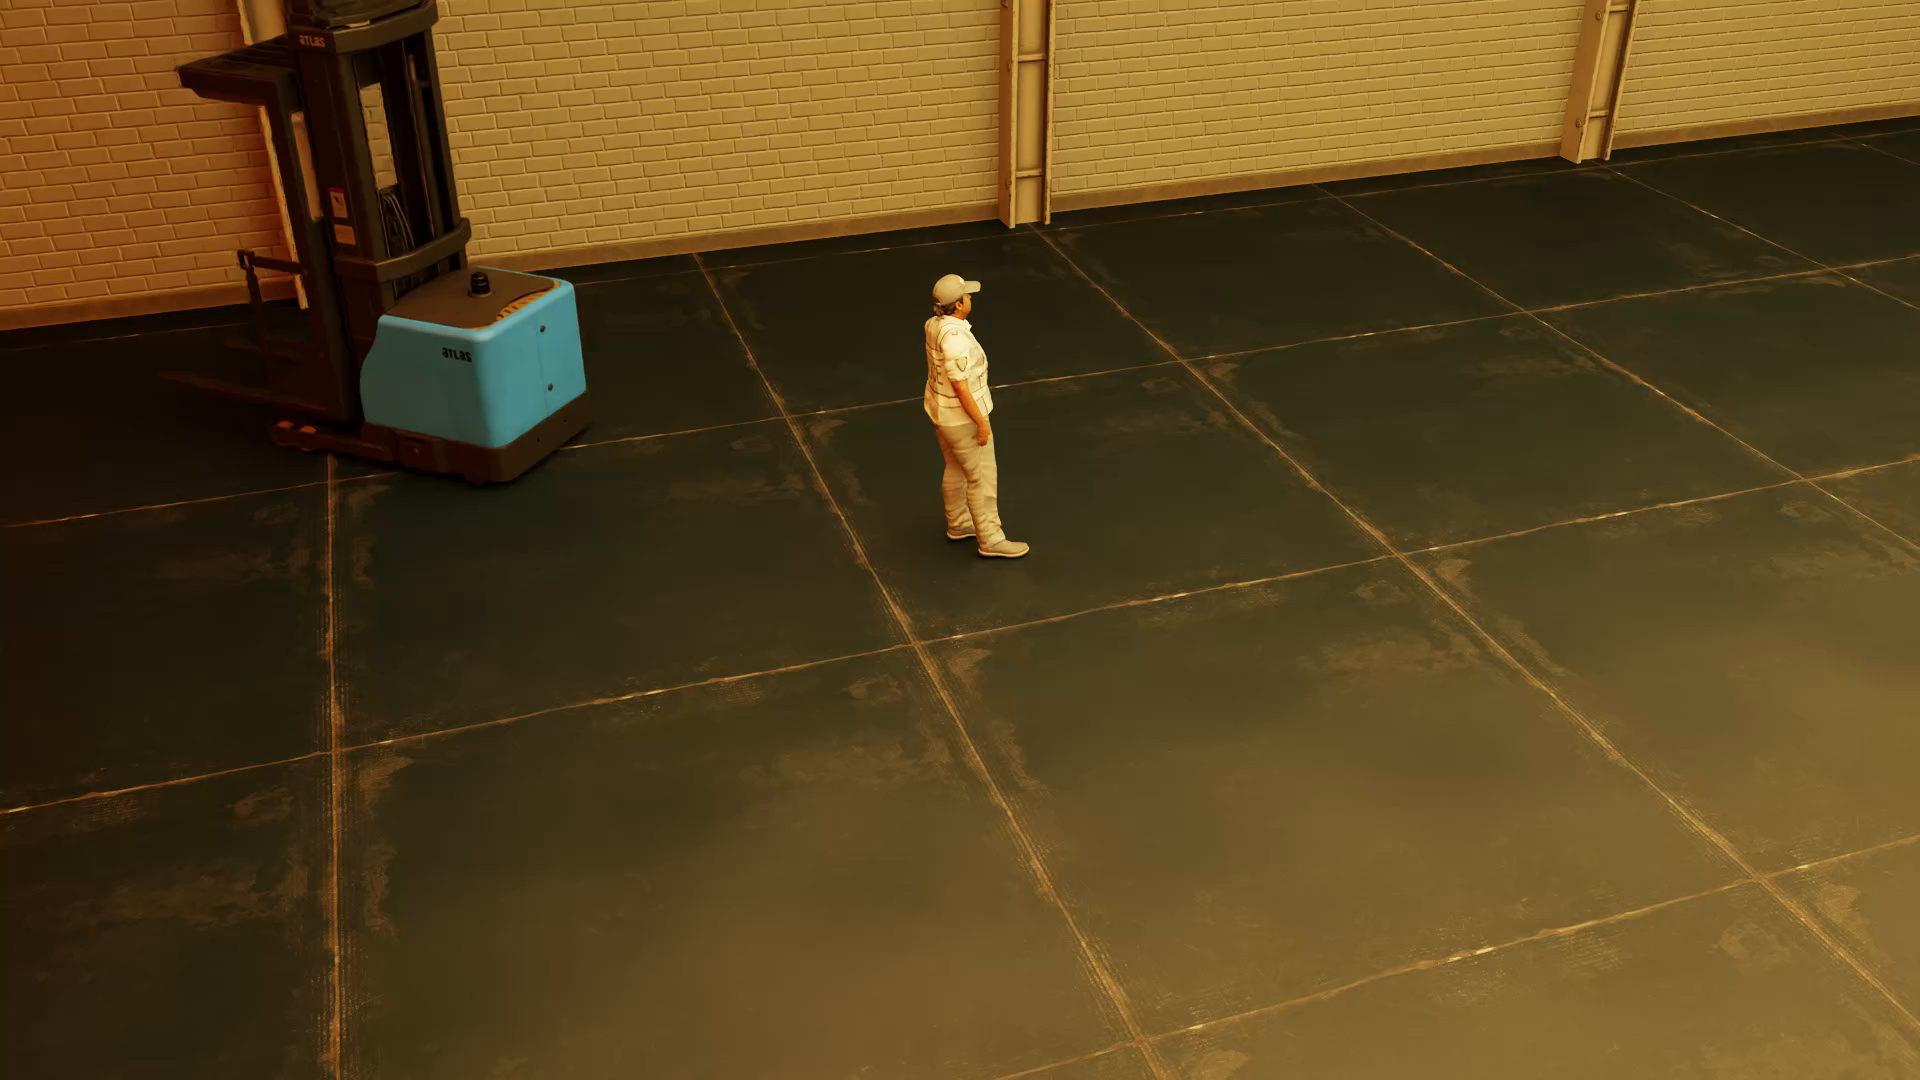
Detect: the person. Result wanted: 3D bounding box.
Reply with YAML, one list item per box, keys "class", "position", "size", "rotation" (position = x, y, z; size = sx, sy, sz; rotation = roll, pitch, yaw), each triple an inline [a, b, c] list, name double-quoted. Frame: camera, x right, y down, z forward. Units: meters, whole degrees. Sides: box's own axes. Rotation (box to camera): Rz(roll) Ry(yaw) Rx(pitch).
- class: "person"
  position: [0.080, -0.730, 9.609]
  size: [0.529, 1.670, 0.599]
  rotation: [-10, 31, -16]

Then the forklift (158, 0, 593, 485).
- class: "forklift"
  position: [-4.059, -2.087, 10.714]
  size: [3.031, 2.935, 1.130]
  rotation: [12, 32, 19]
